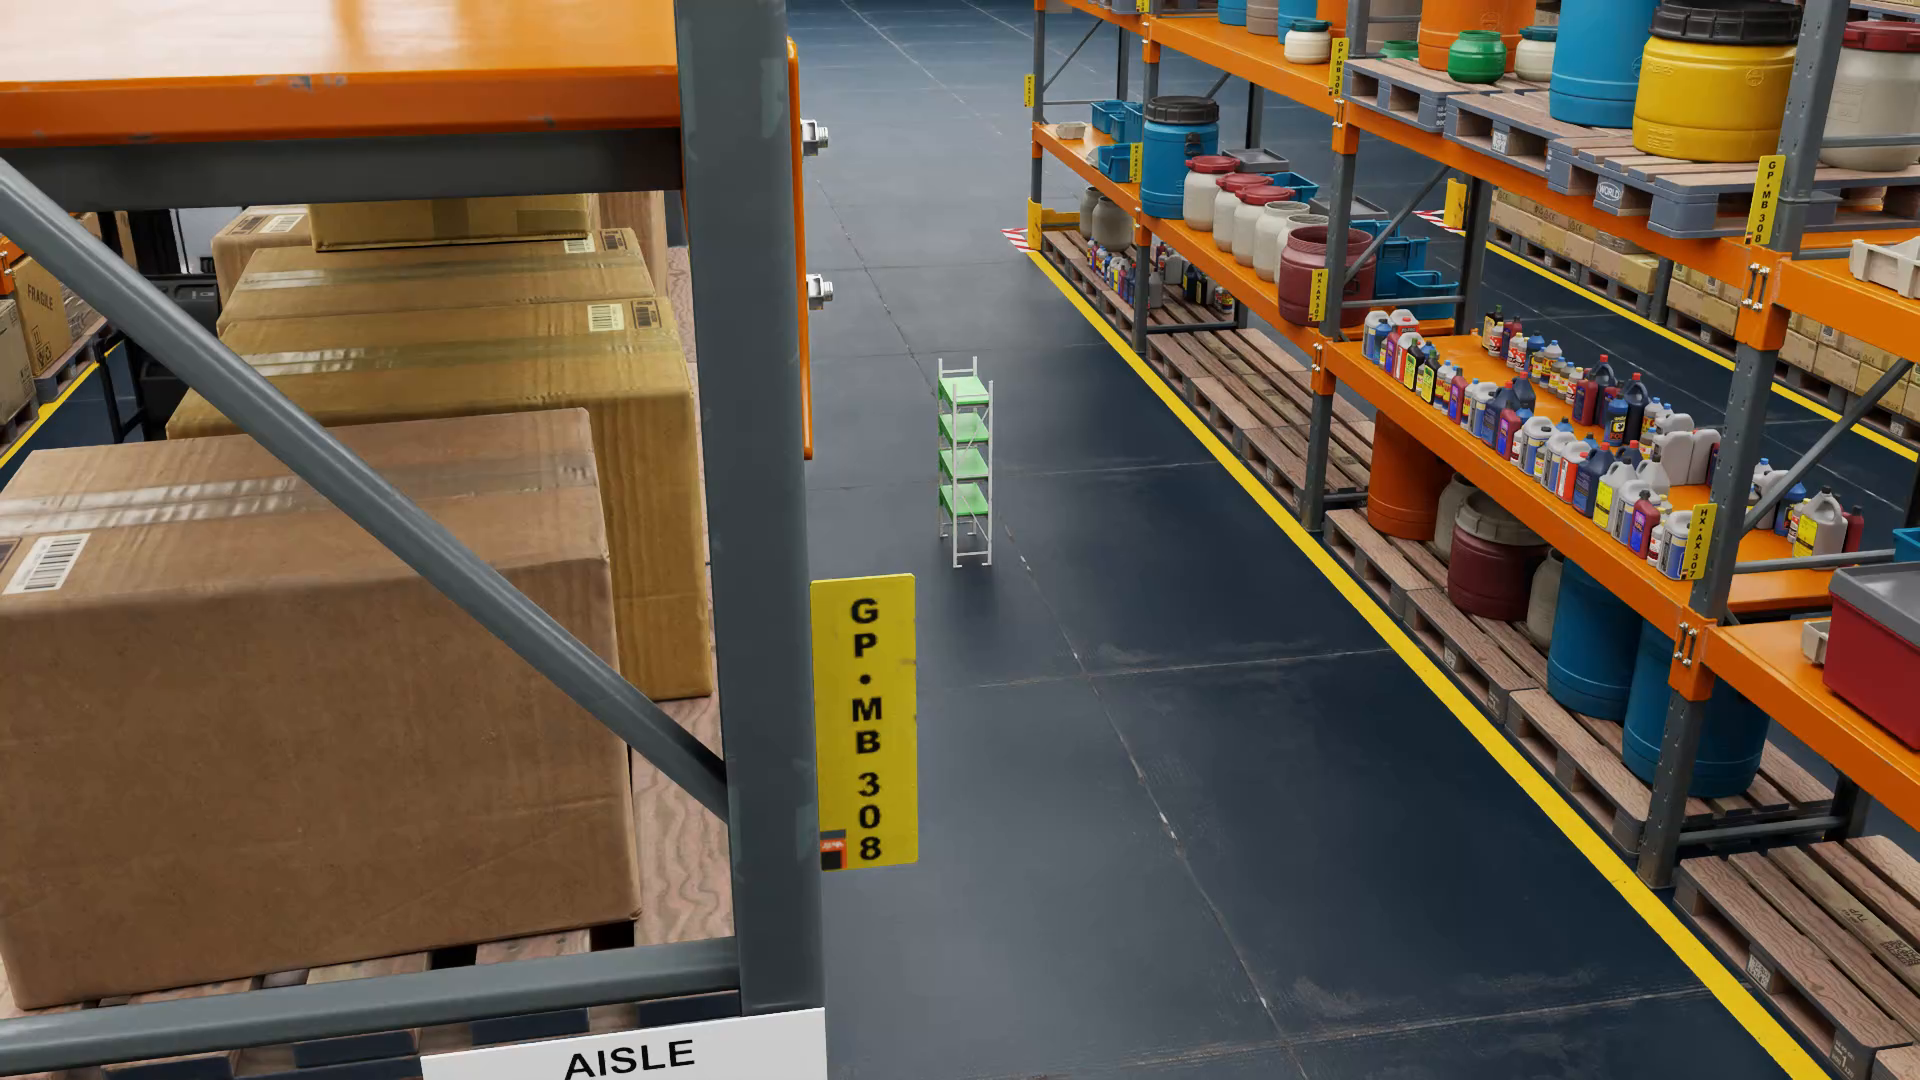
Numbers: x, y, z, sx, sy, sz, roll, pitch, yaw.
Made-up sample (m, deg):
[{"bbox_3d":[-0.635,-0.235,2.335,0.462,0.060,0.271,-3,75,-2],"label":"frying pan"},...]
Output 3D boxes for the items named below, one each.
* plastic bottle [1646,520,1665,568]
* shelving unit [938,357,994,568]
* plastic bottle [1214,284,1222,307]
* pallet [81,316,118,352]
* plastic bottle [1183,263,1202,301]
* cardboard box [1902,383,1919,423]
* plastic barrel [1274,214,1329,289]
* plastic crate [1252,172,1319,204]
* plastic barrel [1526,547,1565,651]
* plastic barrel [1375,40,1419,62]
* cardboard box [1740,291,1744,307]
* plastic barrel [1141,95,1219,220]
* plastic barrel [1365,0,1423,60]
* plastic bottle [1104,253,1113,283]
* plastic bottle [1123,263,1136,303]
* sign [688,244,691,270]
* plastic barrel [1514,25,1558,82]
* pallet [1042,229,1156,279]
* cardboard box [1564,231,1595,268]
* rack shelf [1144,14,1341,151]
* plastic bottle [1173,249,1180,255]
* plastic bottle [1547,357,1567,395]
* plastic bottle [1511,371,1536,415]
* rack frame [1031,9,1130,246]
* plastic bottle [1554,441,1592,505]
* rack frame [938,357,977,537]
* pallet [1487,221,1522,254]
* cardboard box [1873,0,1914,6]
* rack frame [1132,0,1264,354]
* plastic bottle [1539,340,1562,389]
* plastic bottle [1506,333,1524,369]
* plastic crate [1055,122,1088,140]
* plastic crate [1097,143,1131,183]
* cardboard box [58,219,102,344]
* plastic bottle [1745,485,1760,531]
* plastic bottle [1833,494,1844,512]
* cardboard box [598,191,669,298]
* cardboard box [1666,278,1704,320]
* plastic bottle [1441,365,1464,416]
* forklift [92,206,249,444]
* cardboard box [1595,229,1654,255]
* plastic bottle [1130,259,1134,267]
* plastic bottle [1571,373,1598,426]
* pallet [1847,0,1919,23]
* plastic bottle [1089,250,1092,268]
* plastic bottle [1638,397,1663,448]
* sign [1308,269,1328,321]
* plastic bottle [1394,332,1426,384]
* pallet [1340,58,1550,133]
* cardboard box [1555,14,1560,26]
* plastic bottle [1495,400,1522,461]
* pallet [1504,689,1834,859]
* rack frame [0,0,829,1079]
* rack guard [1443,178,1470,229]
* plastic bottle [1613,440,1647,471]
[{"bbox_3d":[3.050,0.012,7.224,0.097,0.201,0.097,0,24,0],"label":"plastic bottle"},{"bbox_3d":[0.031,-0.485,10.361,0.258,1.200,0.503,-4,24,-10],"label":"shelving unit"},{"bbox_3d":[2.344,-2.208,15.005,0.097,0.201,0.097,0,24,0],"label":"plastic bottle"},{"bbox_3d":[-8.044,-1.865,14.757,1.003,0.211,1.213,-4,24,-10],"label":"pallet"},{"bbox_3d":[2.126,-2.377,15.204,0.144,0.351,0.185,-4,24,-10],"label":"plastic bottle"},{"bbox_3d":[7.281,-0.964,12.121,0.500,0.250,0.500,-4,24,-8],"label":"cardboard box"},{"bbox_3d":[2.349,-1.918,11.254,0.421,0.512,0.421,0,24,0],"label":"plastic barrel"},{"bbox_3d":[2.519,-2.633,13.051,0.392,0.384,0.575,-4,24,-10],"label":"plastic crate"},{"bbox_3d":[3.257,0.321,8.852,0.421,0.512,0.421,0,24,0],"label":"plastic barrel"},{"bbox_3d":[2.653,-2.875,10.031,0.294,0.245,0.294,0,24,0],"label":"plastic barrel"},{"bbox_3d":[6.894,-2.024,13.847,0.500,0.311,0.500,-5,24,-11],"label":"cardboard box"},{"bbox_3d":[1.783,-3.107,13.489,0.600,0.901,0.708,-4,24,-10],"label":"plastic barrel"},{"bbox_3d":[2.811,-3.421,10.462,0.600,0.901,0.600,0,24,0],"label":"plastic barrel"},{"bbox_3d":[1.418,-2.586,15.782,0.097,0.271,0.097,0,24,0],"label":"plastic bottle"},{"bbox_3d":[1.572,-2.347,15.135,0.144,0.351,0.185,-6,24,-12],"label":"plastic bottle"},{"bbox_3d":[-1.574,-1.684,9.412,0.100,0.325,0.005,-4,24,-10],"label":"sign"},{"bbox_3d":[3.091,-2.571,8.789,0.301,0.262,0.301,0,24,0],"label":"plastic barrel"},{"bbox_3d":[1.475,-3.000,17.356,1.003,0.211,1.213,-4,24,-10],"label":"pallet"},{"bbox_3d":[6.388,-2.908,16.571,0.500,0.250,0.500,-4,24,-10],"label":"cardboard box"},{"bbox_3d":[2.379,-3.310,11.731,1.077,0.370,4.000,-4,24,-10],"label":"rack shelf"},{"bbox_3d":[2.120,-2.702,15.949,0.144,0.351,0.185,-3,24,-8],"label":"plastic bottle"},{"bbox_3d":[3.379,-0.930,9.381,0.097,0.201,0.097,0,24,0],"label":"plastic bottle"},{"bbox_3d":[2.918,-0.717,8.705,0.144,0.351,0.185,-4,24,-10],"label":"plastic bottle"},{"bbox_3d":[1.270,-4.625,17.591,1.000,3.000,0.127,-4,24,-10],"label":"rack frame"},{"bbox_3d":[2.937,-0.321,7.892,0.152,0.276,0.135,-4,24,-10],"label":"plastic bottle"},{"bbox_3d":[-0.015,-0.581,10.581,0.240,1.200,0.015,-4,24,-10],"label":"rack frame"},{"bbox_3d":[6.321,-3.414,18.304,1.003,0.211,1.213,-4,24,-10],"label":"pallet"},{"bbox_3d":[7.172,-4.158,12.438,0.500,0.250,0.500,-6,24,-14],"label":"cardboard box"},{"bbox_3d":[2.010,-3.051,13.989,1.000,3.000,0.127,-4,24,-10],"label":"rack frame"},{"bbox_3d":[3.361,-1.001,9.455,0.097,0.271,0.097,0,24,0],"label":"plastic bottle"},{"bbox_3d":[3.289,-1.122,9.819,0.097,0.201,0.097,0,24,0],"label":"plastic bottle"},{"bbox_3d":[1.119,-4.128,16.784,0.298,0.136,0.250,-4,24,-10],"label":"plastic crate"},{"bbox_3d":[1.538,-3.398,14.969,0.499,0.251,0.616,-4,24,-10],"label":"plastic crate"},{"bbox_3d":[-7.969,-2.183,14.131,0.875,0.875,0.875,-4,24,-9],"label":"cardboard box"},{"bbox_3d":[3.591,-0.151,7.597,0.097,0.201,0.097,0,24,0],"label":"plastic bottle"},{"bbox_3d":[3.816,-0.079,7.330,0.061,0.283,0.133,-4,24,-10],"label":"plastic bottle"},{"bbox_3d":[-1.080,-0.682,4.040,0.700,0.500,0.500,-3,24,-7],"label":"cardboard box"},{"bbox_3d":[6.709,-2.172,14.886,0.500,0.250,0.500,-5,24,-11],"label":"cardboard box"},{"bbox_3d":[2.677,-0.814,9.026,0.097,0.271,0.097,0,24,0],"label":"plastic bottle"},{"bbox_3d":[-4.783,-1.433,10.368,1.130,2.935,3.031,-2,24,-4],"label":"forklift"},{"bbox_3d":[6.497,-3.056,15.974,0.500,0.500,0.500,-4,24,-10],"label":"cardboard box"},{"bbox_3d":[1.608,-2.460,15.480,0.061,0.283,0.133,-4,24,-10],"label":"plastic bottle"},{"bbox_3d":[3.347,-0.764,8.897,0.061,0.283,0.133,-4,24,-10],"label":"plastic bottle"},{"bbox_3d":[7.195,-3.831,12.263,1.003,0.211,1.213,-3,24,-7],"label":"pallet"},{"bbox_3d":[1.318,-2.767,16.284,0.097,0.201,0.097,0,24,0],"label":"plastic bottle"},{"bbox_3d":[3.551,-0.597,8.531,0.097,0.271,0.097,0,24,0],"label":"plastic bottle"},{"bbox_3d":[2.210,-1.509,10.254,0.100,0.325,0.005,-4,24,-10],"label":"sign"},{"bbox_3d":[2.597,-1.045,9.550,0.152,0.276,0.135,-4,24,-10],"label":"plastic bottle"},{"bbox_3d":[2.795,-2.458,9.118,1.003,0.211,1.213,-4,24,-10],"label":"pallet"},{"bbox_3d":[6.419,-5.020,16.751,0.700,0.500,0.500,-4,24,-10],"label":"cardboard box"},{"bbox_3d":[2.782,-0.556,8.421,0.061,0.283,0.133,-4,24,-10],"label":"plastic bottle"},{"bbox_3d":[3.387,1.067,8.044,1.003,0.211,1.213,-4,24,-10],"label":"pallet"},{"bbox_3d":[-0.639,-0.714,1.141,1.000,3.000,0.127,-4,24,-10],"label":"rack frame"},{"bbox_3d":[6.134,-3.854,18.949,1.175,0.500,0.348,-4,24,-10],"label":"rack guard"},{"bbox_3d":[3.105,-0.303,7.757,0.144,0.351,0.185,-4,24,-10],"label":"plastic bottle"}]
